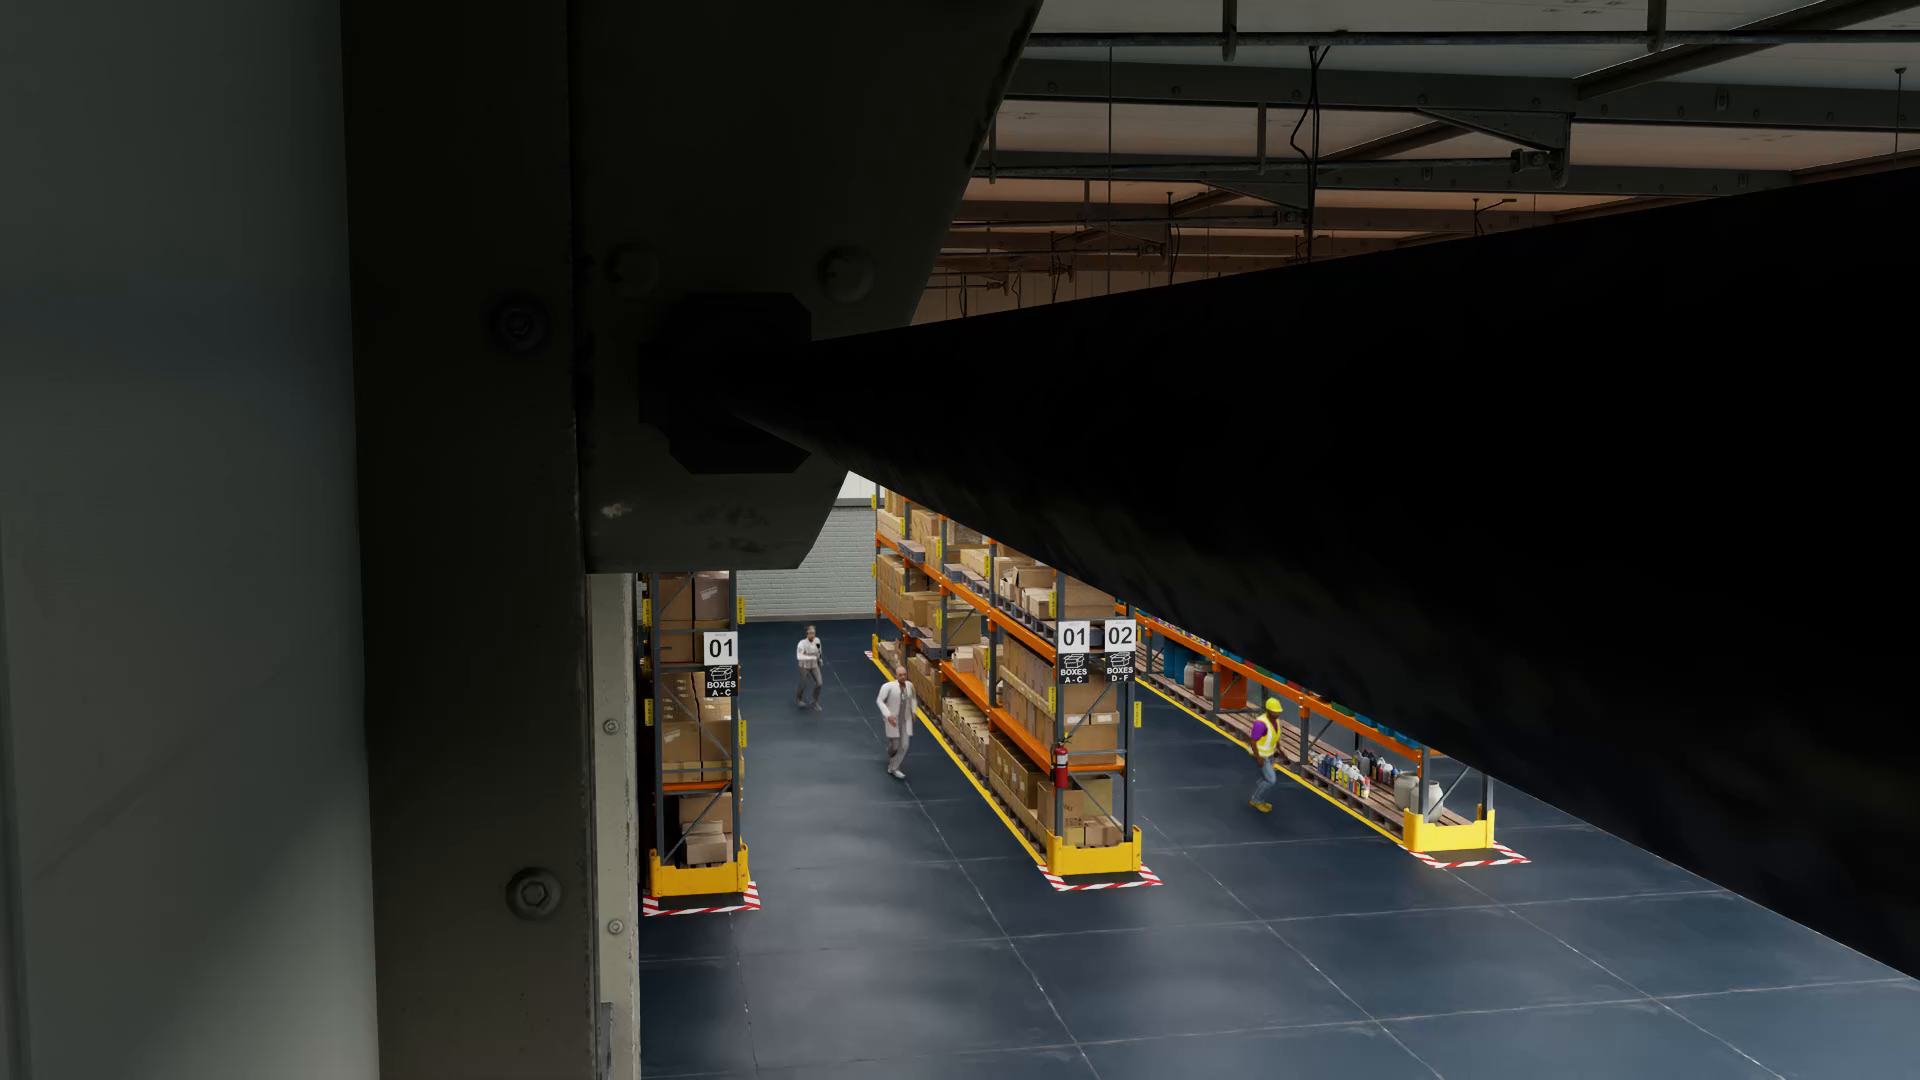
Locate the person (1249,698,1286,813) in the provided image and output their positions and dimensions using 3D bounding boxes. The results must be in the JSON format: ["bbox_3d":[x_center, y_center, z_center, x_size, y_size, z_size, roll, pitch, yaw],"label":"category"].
[{"bbox_3d":[4.368,3.056,23.758,0.625,1.695,0.713,4,7,37],"label":"person"}]

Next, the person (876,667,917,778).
[{"bbox_3d":[-1.001,2.817,26.003,0.707,1.732,0.649,-2,6,-23],"label":"person"}]

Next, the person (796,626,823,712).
[{"bbox_3d":[-2.792,2.367,30.814,0.610,1.638,0.919,-3,7,-29],"label":"person"}]
